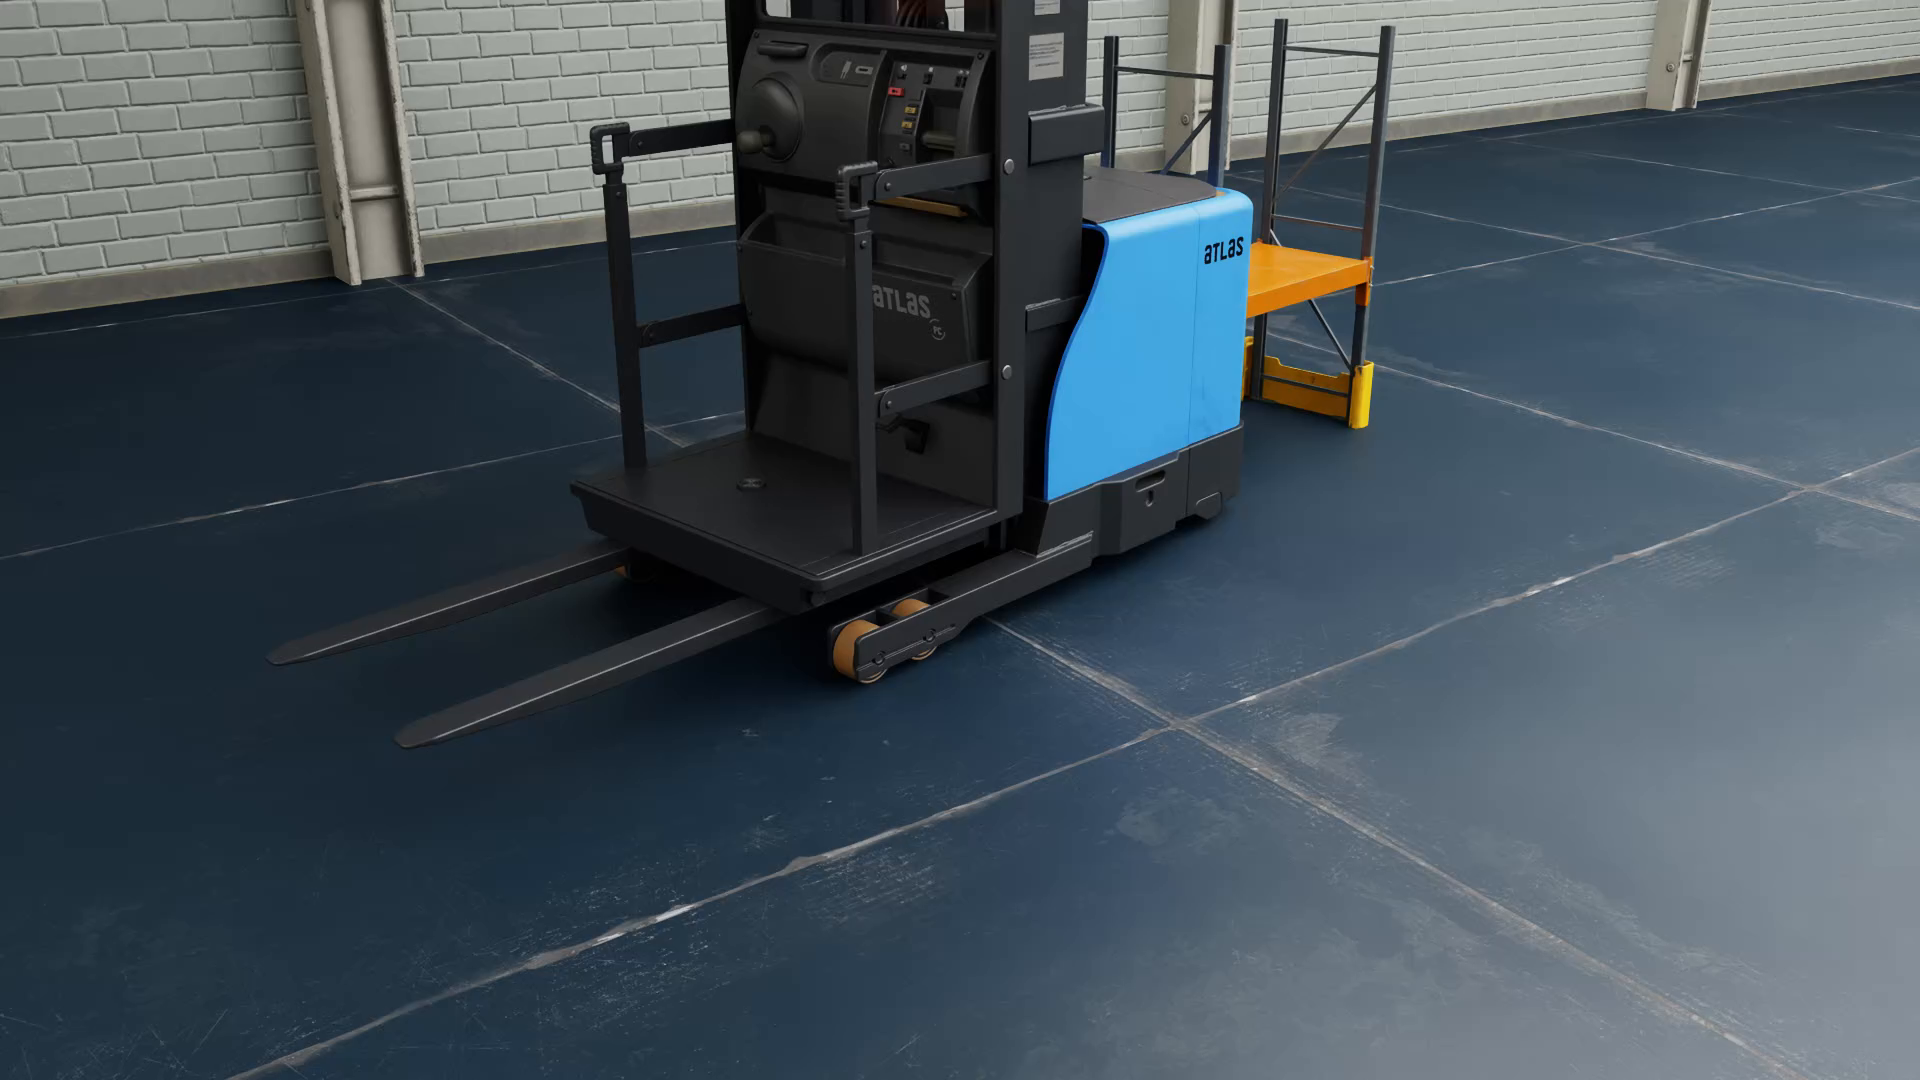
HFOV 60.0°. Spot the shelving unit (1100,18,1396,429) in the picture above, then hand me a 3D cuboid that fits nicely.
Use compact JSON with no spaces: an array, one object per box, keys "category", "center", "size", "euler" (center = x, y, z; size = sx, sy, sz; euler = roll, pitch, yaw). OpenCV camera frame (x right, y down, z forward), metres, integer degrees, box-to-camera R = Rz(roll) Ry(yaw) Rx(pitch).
[{"category":"shelving unit","center":[1.024,-1.081,6.081],"size":[0.587,1.500,1.083],"euler":[20,29,40]}]

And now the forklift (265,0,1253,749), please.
[{"category":"forklift","center":[-0.428,-1.192,4.429],"size":[1.130,2.935,3.031],"euler":[19,29,39]}]

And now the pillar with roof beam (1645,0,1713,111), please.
[{"category":"pillar with roof beam","center":[9.119,-6.911,10.574],"size":[0.400,9.000,9.100],"euler":[-15,26,-33]}]

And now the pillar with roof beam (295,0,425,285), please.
[{"category":"pillar with roof beam","center":[-0.622,-4.314,4.065],"size":[0.400,9.000,9.100],"euler":[-15,26,-33]}]

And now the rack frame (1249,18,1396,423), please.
[{"category":"rack frame","center":[1.383,-1.219,6.427],"size":[0.500,1.500,0.032],"euler":[20,29,40]}]

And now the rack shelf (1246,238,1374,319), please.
[{"category":"rack shelf","center":[1.030,-0.916,6.154],"size":[0.538,0.185,1.000],"euler":[20,29,40]}]

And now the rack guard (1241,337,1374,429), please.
[{"category":"rack guard","center":[1.369,-0.633,6.646],"size":[0.587,0.250,0.087],"euler":[20,29,40]}]

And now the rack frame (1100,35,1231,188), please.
[{"category":"rack frame","center":[0.677,-0.947,5.747],"size":[0.500,1.500,0.032],"euler":[20,29,40]}]

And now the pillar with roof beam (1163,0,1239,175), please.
[{"category":"pillar with roof beam","center":[4.249,-5.612,7.320],"size":[0.400,9.000,9.100],"euler":[-15,26,-33]}]
